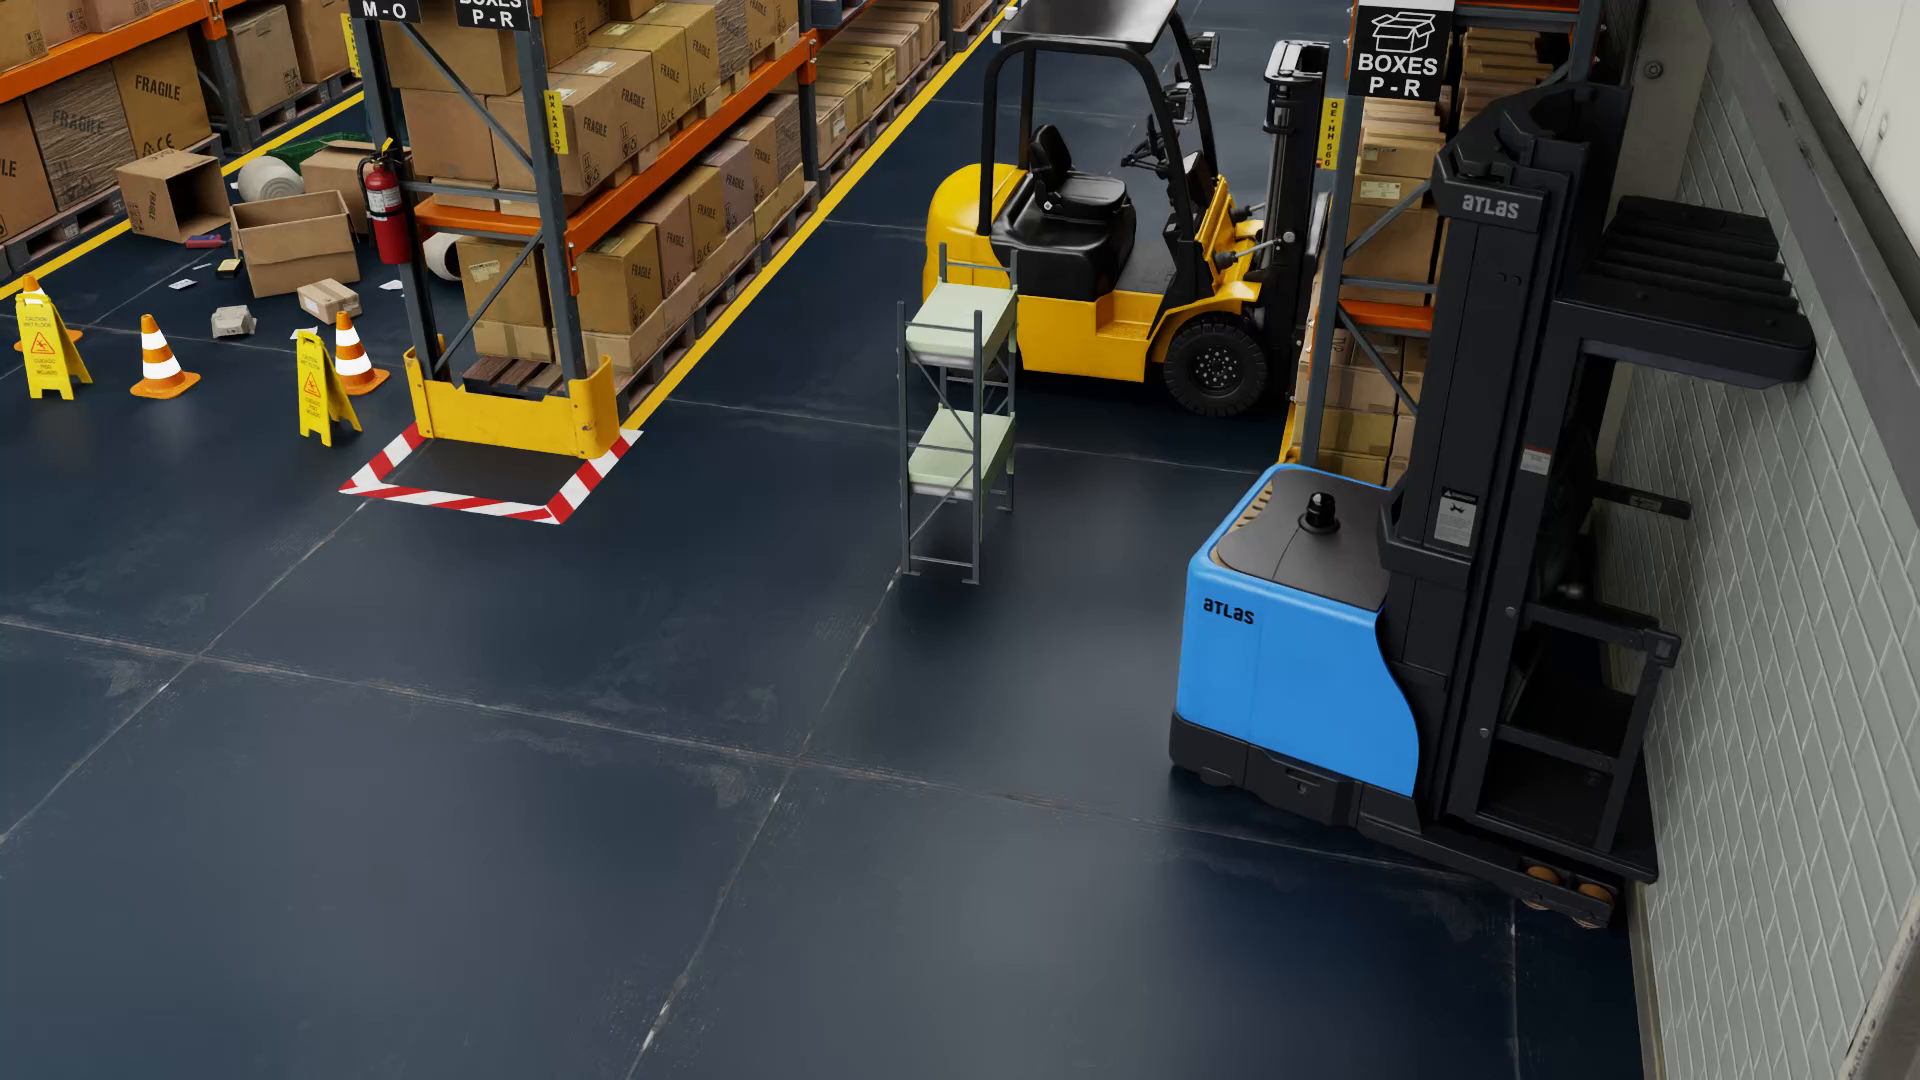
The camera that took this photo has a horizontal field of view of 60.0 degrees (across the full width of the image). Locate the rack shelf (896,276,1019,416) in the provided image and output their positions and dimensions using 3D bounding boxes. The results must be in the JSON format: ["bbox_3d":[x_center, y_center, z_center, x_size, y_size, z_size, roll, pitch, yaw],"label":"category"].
[{"bbox_3d":[-0.002,-0.959,8.133,0.431,0.370,0.720,8,33,12],"label":"rack shelf"}]

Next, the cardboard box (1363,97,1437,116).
[{"bbox_3d":[2.166,-2.100,8.283,0.380,0.149,0.250,9,33,13],"label":"cardboard box"}]

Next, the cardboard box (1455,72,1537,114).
[{"bbox_3d":[2.771,-2.296,8.590,0.380,0.149,0.250,9,34,14],"label":"cardboard box"}]

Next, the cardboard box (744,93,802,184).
[{"bbox_3d":[-1.471,-2.912,12.007,0.500,0.500,0.500,8,33,12],"label":"cardboard box"}]

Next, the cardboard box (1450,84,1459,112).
[{"bbox_3d":[2.972,-2.230,9.368,0.500,0.500,0.500,9,33,13],"label":"cardboard box"}]

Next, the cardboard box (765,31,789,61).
[{"bbox_3d":[-1.424,-3.477,11.658,0.380,0.149,0.250,9,33,13],"label":"cardboard box"}]

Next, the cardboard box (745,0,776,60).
[{"bbox_3d":[-1.577,-3.557,11.179,0.500,0.500,0.500,9,34,14],"label":"cardboard box"}]

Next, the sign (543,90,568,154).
[{"bbox_3d":[-2.071,-2.138,8.510,0.100,0.325,0.005,8,33,12],"label":"sign"}]

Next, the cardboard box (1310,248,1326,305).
[{"bbox_3d":[2.264,-1.422,9.430,0.500,0.250,0.500,8,33,13],"label":"cardboard box"}]

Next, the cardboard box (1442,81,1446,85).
[{"bbox_3d":[2.476,-2.493,9.177,0.380,0.149,0.250,8,33,12],"label":"cardboard box"}]

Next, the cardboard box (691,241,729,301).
[{"bbox_3d":[-1.860,-1.793,10.946,0.500,0.250,0.500,10,34,16],"label":"cardboard box"}]

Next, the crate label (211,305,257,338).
[{"bbox_3d":[-4.755,-1.428,10.869,0.250,0.136,0.298,-8,33,-13],"label":"crate label"}]

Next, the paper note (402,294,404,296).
[{"bbox_3d":[-3.789,-1.696,11.408,0.032,0.001,0.123,8,33,12],"label":"paper note"}]

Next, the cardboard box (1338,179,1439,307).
[{"bbox_3d":[2.078,-1.506,8.230,0.500,0.500,0.500,7,33,11],"label":"cardboard box"}]

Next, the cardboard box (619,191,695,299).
[{"bbox_3d":[-1.989,-1.845,10.329,0.500,0.500,0.500,7,33,11],"label":"cardboard box"}]

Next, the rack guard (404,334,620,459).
[{"bbox_3d":[-2.576,-0.831,9.591,1.175,0.500,0.348,8,33,12],"label":"rack guard"}]

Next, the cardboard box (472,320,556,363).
[{"bbox_3d":[-2.644,-1.332,10.220,0.500,0.250,0.500,8,33,12],"label":"cardboard box"}]

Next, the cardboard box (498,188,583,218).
[{"bbox_3d":[-2.309,-1.888,9.159,0.380,0.149,0.250,8,33,13],"label":"cardboard box"}]

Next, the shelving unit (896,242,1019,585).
[{"bbox_3d":[-0.002,-0.629,8.342,0.431,1.500,0.755,8,33,12],"label":"shelving unit"}]

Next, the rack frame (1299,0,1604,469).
[{"bbox_3d":[2.207,-1.173,7.798,1.000,3.000,0.127,8,33,12],"label":"rack frame"}]

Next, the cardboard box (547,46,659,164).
[{"bbox_3d":[-2.079,-2.491,9.503,0.500,0.500,0.500,9,34,14],"label":"cardboard box"}]

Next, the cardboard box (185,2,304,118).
[{"bbox_3d":[-6.323,-4.106,14.118,1.050,0.750,0.750,8,33,12],"label":"cardboard box"}]

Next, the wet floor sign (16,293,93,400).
[{"bbox_3d":[-5.501,-1.190,10.020,0.267,0.644,0.232,3,33,4],"label":"wet floor sign"}]

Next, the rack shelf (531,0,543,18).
[{"bbox_3d":[-2.088,-3.847,9.879,1.077,0.370,4.000,8,33,12],"label":"rack shelf"}]

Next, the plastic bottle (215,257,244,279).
[{"bbox_3d":[-5.143,-1.926,11.723,0.133,0.061,0.283,-3,33,-4],"label":"plastic bottle"}]

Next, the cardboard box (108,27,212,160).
[{"bbox_3d":[-6.621,-3.507,13.060,0.875,0.875,0.875,9,33,13],"label":"cardboard box"}]

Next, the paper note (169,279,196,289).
[{"bbox_3d":[-5.380,-1.775,11.515,0.144,0.017,0.142,20,38,29],"label":"paper note"}]

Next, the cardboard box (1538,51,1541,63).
[{"bbox_3d":[3.255,-2.952,9.900,0.380,0.149,0.250,8,33,13],"label":"cardboard box"}]

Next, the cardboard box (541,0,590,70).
[{"bbox_3d":[-2.541,-2.992,9.359,0.700,0.500,0.500,8,33,13],"label":"cardboard box"}]

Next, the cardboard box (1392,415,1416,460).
[{"bbox_3d":[2.527,-0.616,8.629,0.500,0.250,0.500,9,33,13],"label":"cardboard box"}]

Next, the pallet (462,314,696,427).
[{"bbox_3d":[-2.336,-1.126,10.324,1.003,0.211,1.213,8,33,12],"label":"pallet"}]

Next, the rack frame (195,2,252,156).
[{"bbox_3d":[-6.394,-4.544,13.101,1.000,3.000,0.127,8,33,12],"label":"rack frame"}]

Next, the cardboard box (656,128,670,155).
[{"bbox_3d":[-1.971,-2.412,9.983,0.380,0.149,0.250,9,34,14],"label":"cardboard box"}]

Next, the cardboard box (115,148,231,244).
[{"bbox_3d":[-5.795,-2.544,12.284,0.500,0.500,0.500,14,35,21],"label":"cardboard box"}]

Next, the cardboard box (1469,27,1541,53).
[{"bbox_3d":[3.077,-2.823,9.419,0.380,0.149,0.250,8,33,12],"label":"cardboard box"}]

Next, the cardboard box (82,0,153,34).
[{"bbox_3d":[-6.594,-4.125,12.303,0.875,0.550,0.550,8,33,12],"label":"cardboard box"}]

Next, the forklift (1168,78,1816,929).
[{"bbox_3d":[2.433,-0.071,6.130,3.031,2.935,1.130,17,36,25],"label":"forklift"}]

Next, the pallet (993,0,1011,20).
[{"bbox_3d":[0.019,-5.851,17.757,1.003,0.211,1.213,8,33,12],"label":"pallet"}]

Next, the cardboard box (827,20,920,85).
[{"bbox_3d":[-0.898,-4.390,14.918,0.950,0.372,0.625,7,33,11],"label":"cardboard box"}]

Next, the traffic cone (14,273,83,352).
[{"bbox_3d":[-5.901,-1.480,10.646,0.336,0.463,0.334,8,33,12],"label":"traffic cone"}]

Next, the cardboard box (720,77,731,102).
[{"bbox_3d":[-1.716,-2.951,10.831,0.380,0.149,0.250,7,33,12],"label":"cardboard box"}]

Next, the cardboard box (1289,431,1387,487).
[{"bbox_3d":[2.020,-0.476,8.875,0.500,0.250,0.500,8,33,13],"label":"cardboard box"}]

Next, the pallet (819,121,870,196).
[{"bbox_3d":[-1.384,-3.150,13.507,1.003,0.211,1.213,8,33,12],"label":"pallet"}]

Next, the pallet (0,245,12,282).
[{"bbox_3d":[-7.282,-1.717,11.254,1.003,0.211,1.213,8,33,12],"label":"pallet"}]
